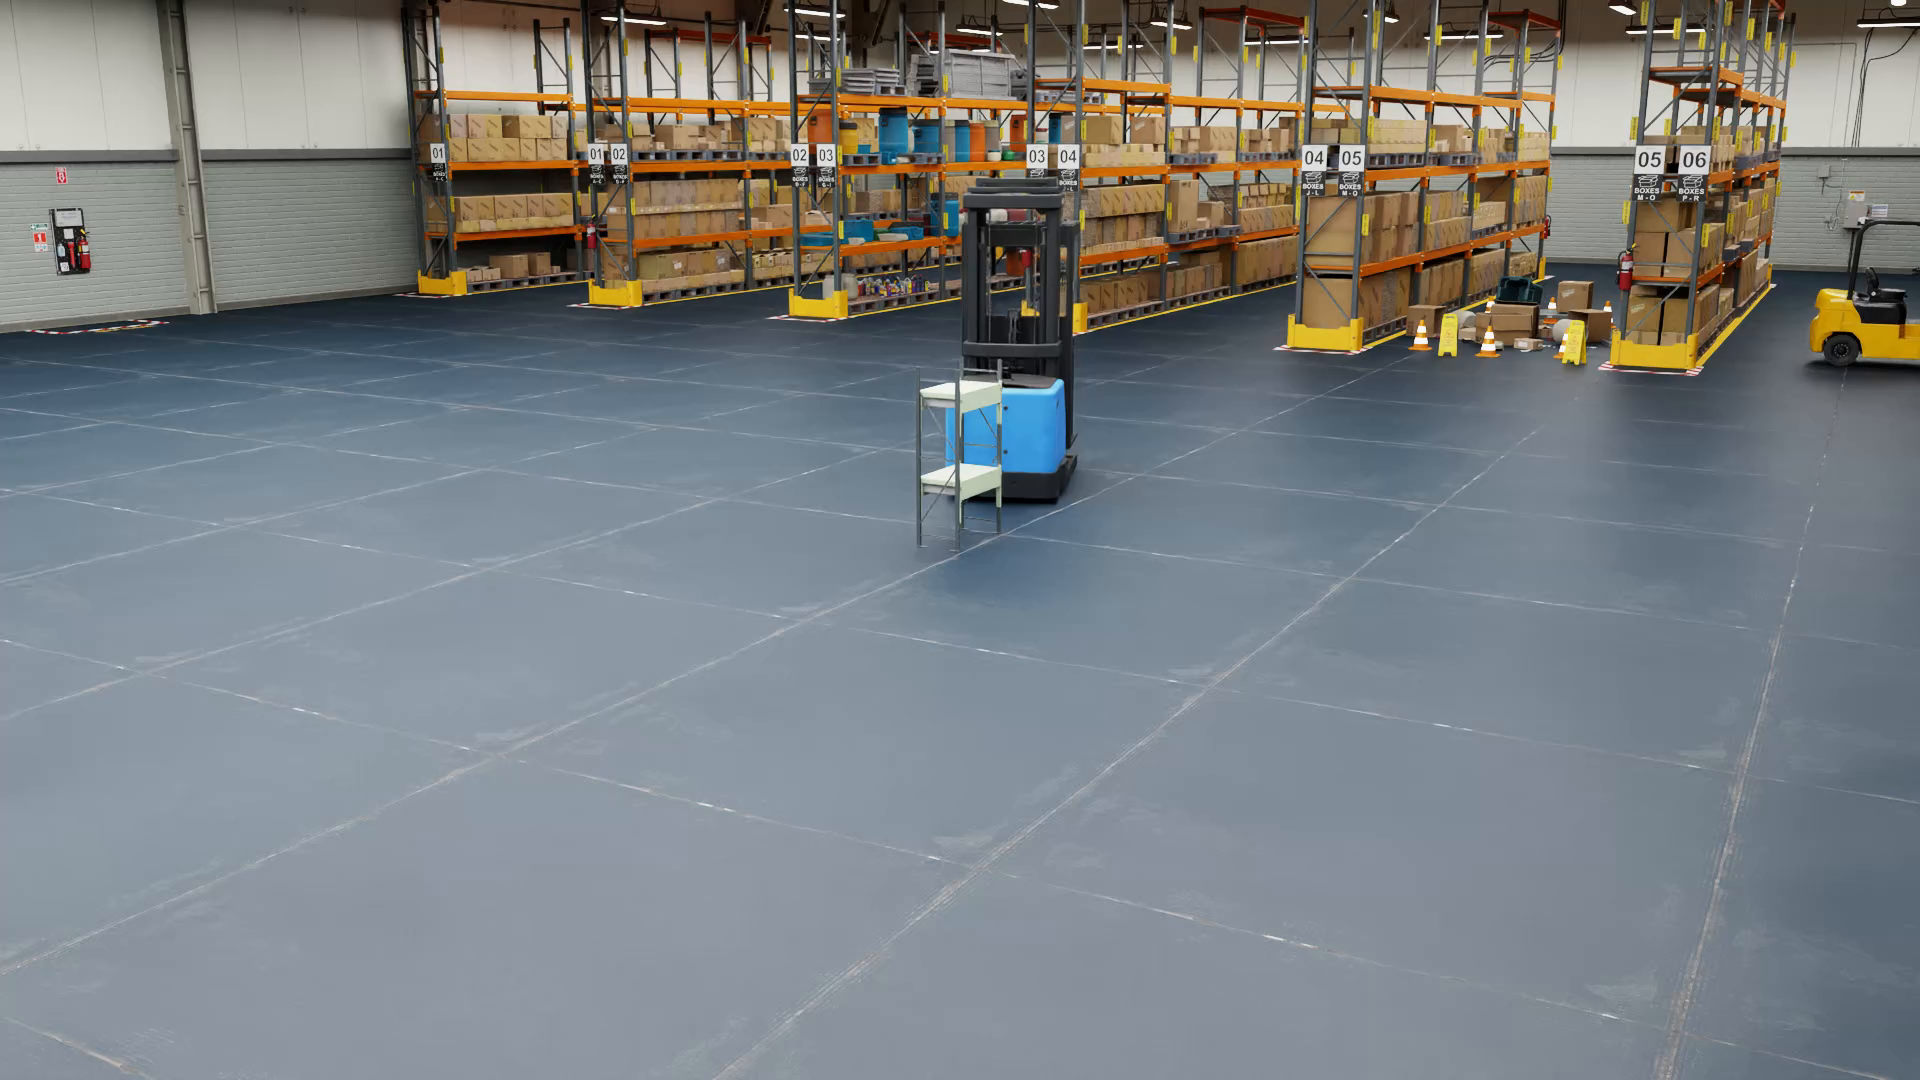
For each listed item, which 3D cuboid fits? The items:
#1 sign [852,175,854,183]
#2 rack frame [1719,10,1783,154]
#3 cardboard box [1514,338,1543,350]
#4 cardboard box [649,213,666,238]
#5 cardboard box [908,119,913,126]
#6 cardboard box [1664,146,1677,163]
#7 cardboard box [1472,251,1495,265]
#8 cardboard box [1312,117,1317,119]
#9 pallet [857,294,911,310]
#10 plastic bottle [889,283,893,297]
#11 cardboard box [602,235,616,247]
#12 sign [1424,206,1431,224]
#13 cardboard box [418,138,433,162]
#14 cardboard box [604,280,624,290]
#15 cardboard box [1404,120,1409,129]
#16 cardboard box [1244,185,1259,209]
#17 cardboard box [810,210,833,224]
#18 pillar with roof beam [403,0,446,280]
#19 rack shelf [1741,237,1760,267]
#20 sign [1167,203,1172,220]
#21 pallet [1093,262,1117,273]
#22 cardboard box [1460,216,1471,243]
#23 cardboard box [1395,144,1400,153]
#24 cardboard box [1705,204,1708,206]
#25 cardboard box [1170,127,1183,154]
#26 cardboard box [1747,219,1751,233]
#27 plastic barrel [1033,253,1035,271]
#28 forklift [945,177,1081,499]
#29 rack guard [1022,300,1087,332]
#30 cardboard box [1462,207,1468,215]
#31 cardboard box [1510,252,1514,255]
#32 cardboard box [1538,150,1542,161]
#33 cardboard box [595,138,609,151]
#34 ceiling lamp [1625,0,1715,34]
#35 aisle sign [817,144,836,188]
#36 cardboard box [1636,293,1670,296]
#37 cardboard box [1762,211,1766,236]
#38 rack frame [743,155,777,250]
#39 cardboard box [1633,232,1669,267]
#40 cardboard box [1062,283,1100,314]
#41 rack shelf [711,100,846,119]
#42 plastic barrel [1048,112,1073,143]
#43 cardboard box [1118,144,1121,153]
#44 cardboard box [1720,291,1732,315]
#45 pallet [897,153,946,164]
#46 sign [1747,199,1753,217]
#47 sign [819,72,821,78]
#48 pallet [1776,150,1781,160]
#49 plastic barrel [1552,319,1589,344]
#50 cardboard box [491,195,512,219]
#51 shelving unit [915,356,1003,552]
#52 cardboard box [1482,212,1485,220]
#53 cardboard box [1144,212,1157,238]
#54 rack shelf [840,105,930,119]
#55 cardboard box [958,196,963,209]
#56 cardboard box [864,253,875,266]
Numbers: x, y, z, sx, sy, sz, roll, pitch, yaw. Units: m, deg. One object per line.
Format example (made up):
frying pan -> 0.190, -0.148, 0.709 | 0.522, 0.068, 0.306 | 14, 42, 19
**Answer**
sign -> -3.175, -10.750, 49.247 | 0.100, 0.325, 0.005 | 7, 15, 28
rack frame -> 16.106, -9.425, 33.929 | 1.000, 3.000, 0.127 | 7, 15, 28
cardboard box -> 9.170, -3.159, 26.819 | 0.250, 0.149, 0.380 | -8, 16, -30
cardboard box -> -6.554, -6.544, 34.565 | 0.700, 0.500, 0.500 | 8, 16, 29
cardboard box -> -1.038, -10.852, 43.900 | 0.700, 0.500, 0.500 | 7, 15, 28
cardboard box -> 10.316, -5.712, 24.614 | 0.500, 0.250, 0.500 | 7, 15, 27
cardboard box -> 11.082, -6.007, 35.388 | 0.500, 0.250, 0.500 | 7, 15, 26
cardboard box -> 8.379, -10.163, 40.467 | 0.500, 0.250, 0.500 | 7, 15, 26
pallet -> -1.722, -4.812, 33.542 | 1.003, 0.211, 1.213 | 7, 15, 28
plastic bottle -> -1.391, -5.026, 33.362 | 0.097, 0.271, 0.097 | 0, 14, 0
cardboard box -> -8.645, -7.388, 41.074 | 0.500, 0.250, 0.500 | 7, 15, 26
sign -> 8.343, -5.805, 29.694 | 0.100, 0.325, 0.005 | 7, 15, 28
cardboard box -> -11.398, -8.484, 36.170 | 0.500, 0.500, 0.500 | 9, 16, 32
cardboard box -> -7.040, -5.304, 34.605 | 0.500, 0.250, 0.500 | 7, 15, 28
cardboard box -> 7.348, -7.014, 28.053 | 0.380, 0.149, 0.250 | 7, 15, 27
cardboard box -> 6.182, -7.629, 36.924 | 0.797, 0.503, 0.637 | 8, 16, 29
cardboard box -> -3.387, -7.821, 40.266 | 0.500, 0.311, 0.500 | 9, 16, 32
pillar with roof beam -> -8.029, -9.524, 34.337 | 9.100, 9.000, 0.548 | 7, 15, 28
rack shelf -> 15.139, -5.749, 33.015 | 1.077, 0.370, 4.000 | 7, 15, 28
sign -> 4.042, -6.351, 32.132 | 0.100, 0.325, 0.005 | 7, 15, 28
pallet -> 3.417, -6.993, 42.588 | 1.003, 0.211, 1.213 | 7, 15, 28
cardboard box -> 9.808, -6.154, 32.947 | 0.500, 0.500, 0.500 | 7, 15, 28
cardboard box -> 7.102, -6.521, 27.710 | 0.380, 0.149, 0.250 | 8, 15, 29
cardboard box -> 13.007, -5.700, 29.535 | 0.500, 0.500, 0.500 | 7, 15, 26
cardboard box -> 3.877, -7.788, 32.422 | 0.797, 0.503, 0.637 | 7, 15, 25
cardboard box -> 14.884, -6.040, 31.942 | 0.500, 0.250, 0.500 | 8, 16, 29
plastic barrel -> 1.578, -6.595, 39.403 | 0.421, 0.512, 0.421 | 0, 14, 0
forklift -> 0.597, -2.099, 16.487 | 1.130, 2.935, 3.031 | 2, 14, 9
rack guard -> 1.666, -3.970, 29.435 | 1.175, 0.500, 0.348 | 7, 15, 28
cardboard box -> 10.185, -6.673, 33.685 | 0.380, 0.149, 0.250 | 7, 15, 28
cardboard box -> 13.079, -6.838, 39.915 | 0.380, 0.149, 0.250 | 8, 16, 29
cardboard box -> 13.178, -8.926, 38.578 | 0.500, 0.250, 0.500 | 8, 16, 30
cardboard box -> -8.813, -9.523, 40.027 | 0.500, 0.311, 0.500 | 8, 16, 30
ceiling lamp -> 17.215, -13.909, 40.073 | 2.000, 3.185, 0.800 | 7, 15, 28
aisle sign -> -2.484, -6.947, 30.902 | 0.394, 0.787, 0.004 | 7, 15, 28
cardboard box -> 10.713, -3.580, 25.856 | 0.500, 0.500, 0.500 | 8, 16, 30
cardboard box -> 16.809, -6.727, 35.323 | 0.500, 0.500, 0.500 | 7, 15, 28
rack frame -> -5.577, -9.315, 46.273 | 1.000, 3.000, 0.127 | 7, 15, 28
cardboard box -> 10.326, -4.383, 24.965 | 0.500, 0.500, 0.500 | 7, 15, 27
cardboard box -> 2.205, -4.412, 30.370 | 0.500, 0.500, 0.500 | 13, 19, 43
rack shelf -> -4.140, -9.896, 38.270 | 1.077, 0.370, 4.000 | 7, 15, 28
plastic barrel -> 2.404, -9.732, 39.633 | 0.600, 0.901, 0.708 | 7, 15, 28
cardboard box -> 2.704, -7.099, 30.148 | 0.380, 0.149, 0.250 | 7, 15, 27
cardboard box -> 13.541, -4.348, 30.379 | 0.950, 0.372, 0.625 | 7, 15, 27
pallet -> -1.036, -7.759, 33.820 | 1.213, 0.211, 1.003 | 7, 15, 28
sign -> 14.652, -6.153, 30.855 | 0.100, 0.325, 0.005 | 7, 15, 28
sign -> -4.127, -13.648, 49.112 | 0.100, 0.325, 0.005 | 7, 15, 28
pallet -> 17.690, -8.591, 37.059 | 1.003, 0.211, 1.213 | 7, 15, 28
plastic barrel -> 9.978, -3.390, 27.191 | 0.421, 0.421, 0.512 | -5, 14, -20
cardboard box -> -10.382, -7.424, 37.106 | 0.500, 0.500, 0.500 | 7, 15, 26
shelving unit -> -0.003, -0.728, 13.852 | 0.431, 1.500, 0.755 | 7, 15, 28
cardboard box -> 10.698, -6.745, 34.618 | 0.380, 0.149, 0.250 | 7, 15, 28
cardboard box -> 3.292, -6.098, 32.081 | 0.875, 0.500, 0.500 | 7, 15, 28
rack shelf -> -2.206, -10.717, 41.674 | 1.077, 0.370, 4.000 | 7, 15, 28
cardboard box -> -0.266, -9.085, 45.104 | 0.500, 0.500, 0.500 | 7, 15, 28
cardboard box -> -2.455, -7.102, 41.487 | 0.500, 0.500, 0.500 | 7, 15, 26
